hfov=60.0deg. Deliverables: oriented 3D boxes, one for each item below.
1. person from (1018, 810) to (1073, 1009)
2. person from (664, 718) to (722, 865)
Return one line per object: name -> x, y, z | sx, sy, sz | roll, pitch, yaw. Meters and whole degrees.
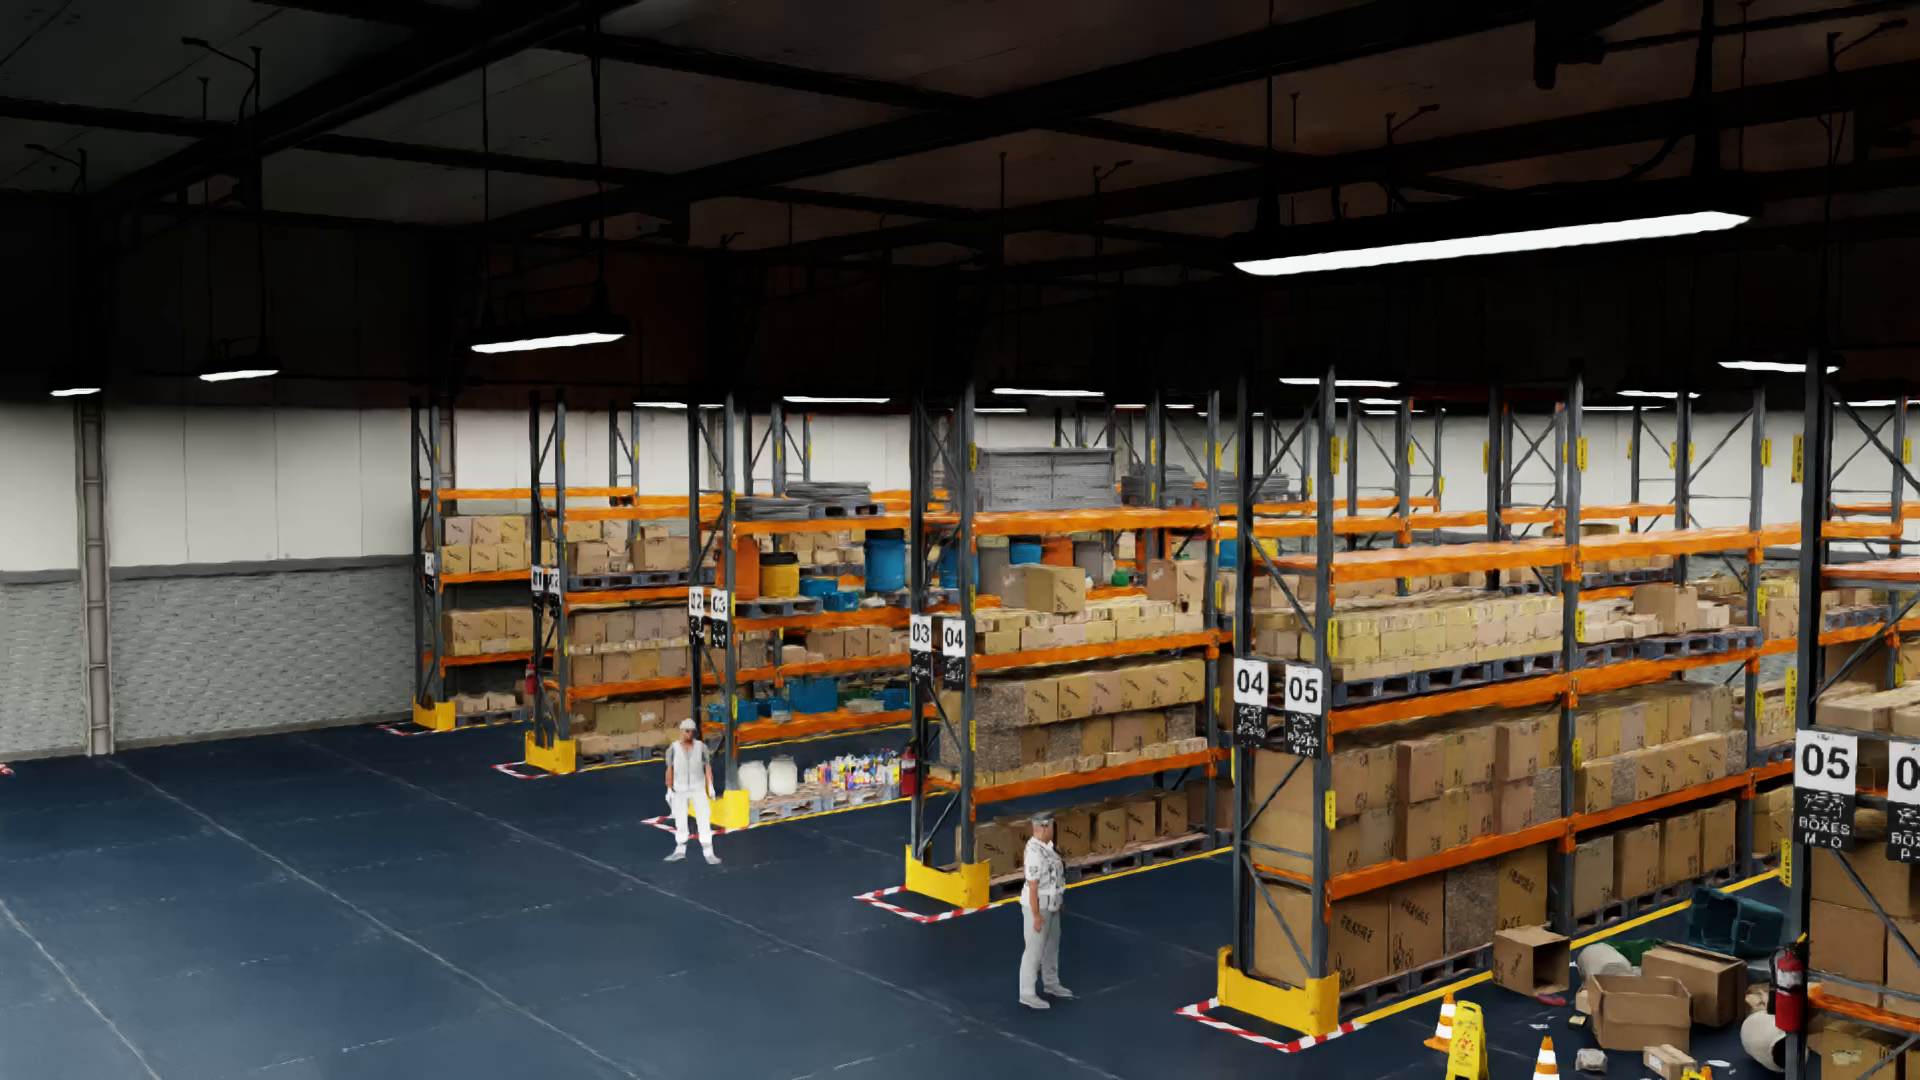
person -> 0.789, 3.368, 15.303 | 0.469, 1.758, 0.589 | 1, 4, 19
person -> -3.270, 3.058, 20.326 | 0.702, 1.785, 0.527 | 0, 3, -7
